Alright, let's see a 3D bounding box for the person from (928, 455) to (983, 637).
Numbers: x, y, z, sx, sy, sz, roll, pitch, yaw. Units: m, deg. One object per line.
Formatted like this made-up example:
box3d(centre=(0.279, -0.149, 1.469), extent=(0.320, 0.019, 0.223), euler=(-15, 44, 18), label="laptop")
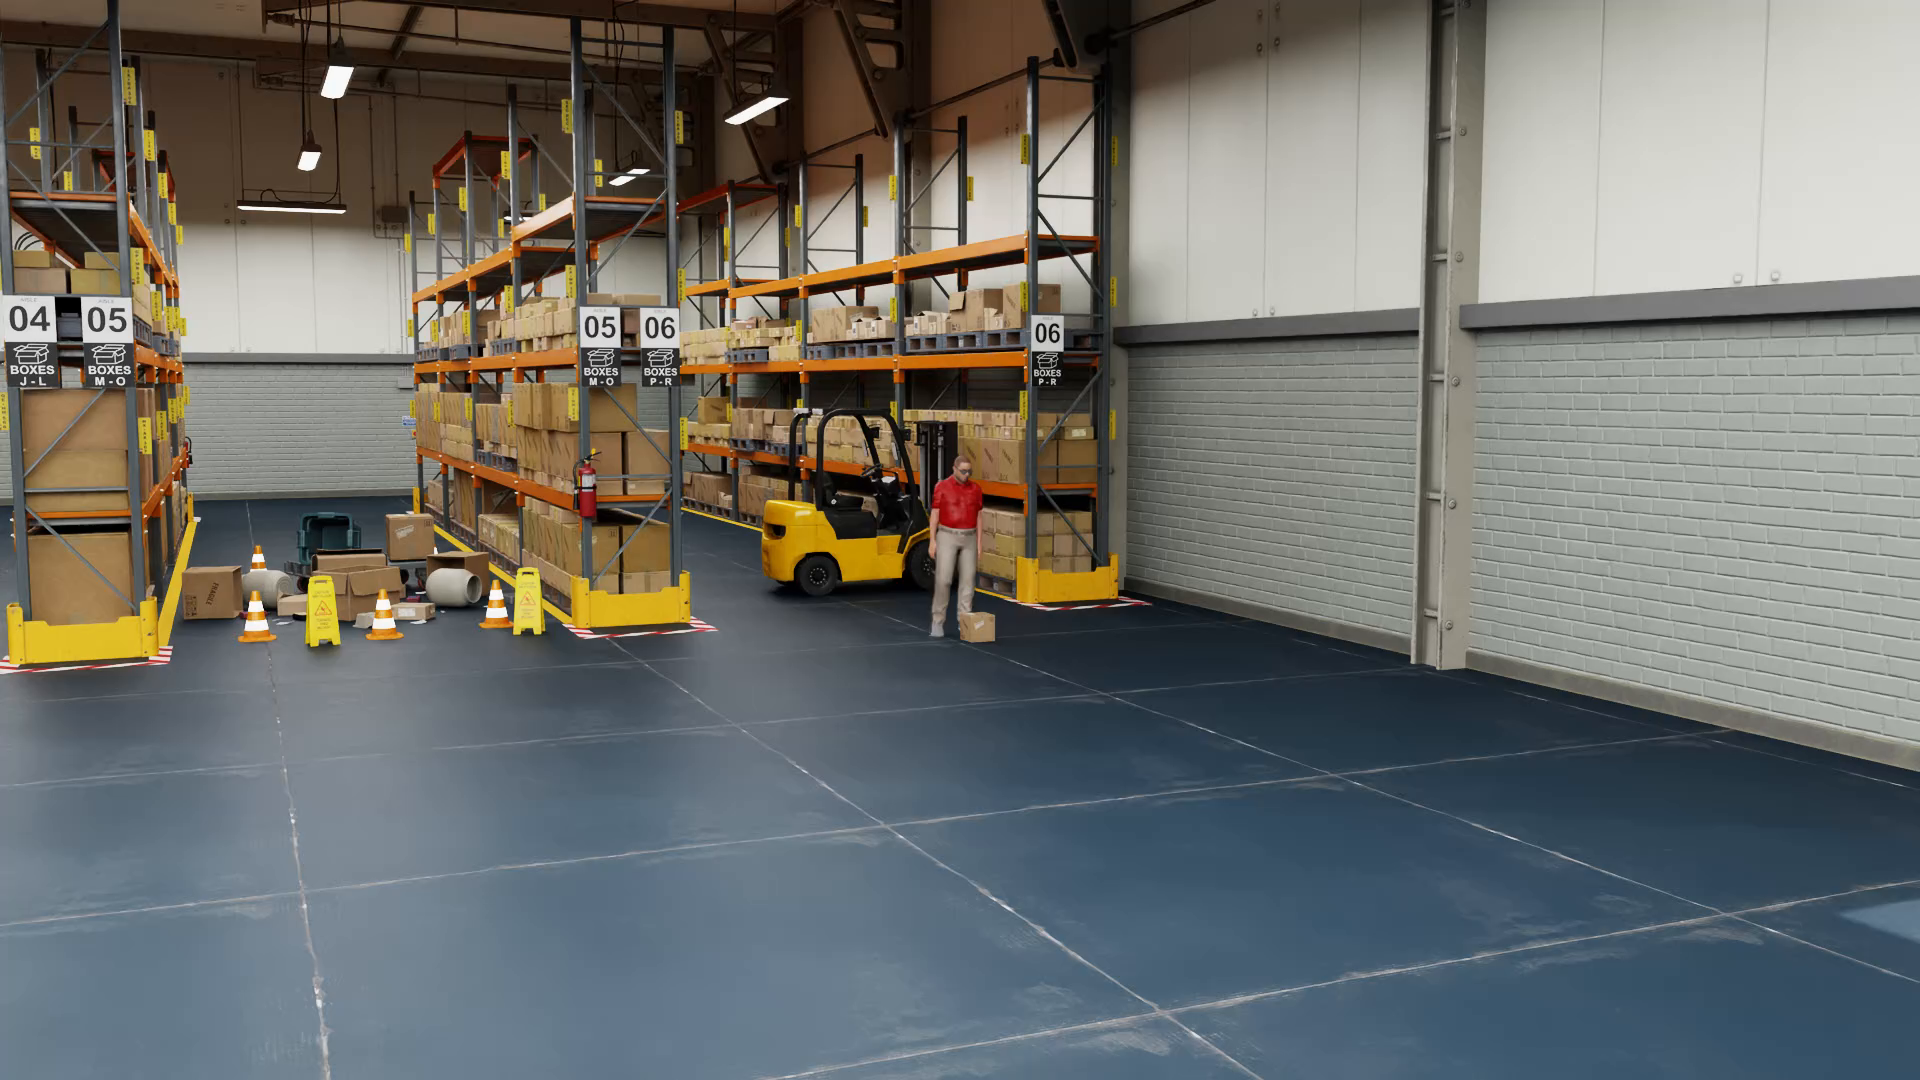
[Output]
box3d(centre=(-0.014, 0.070, 16.198), extent=(0.605, 1.783, 0.477), euler=(-2, 6, -24), label="person")
